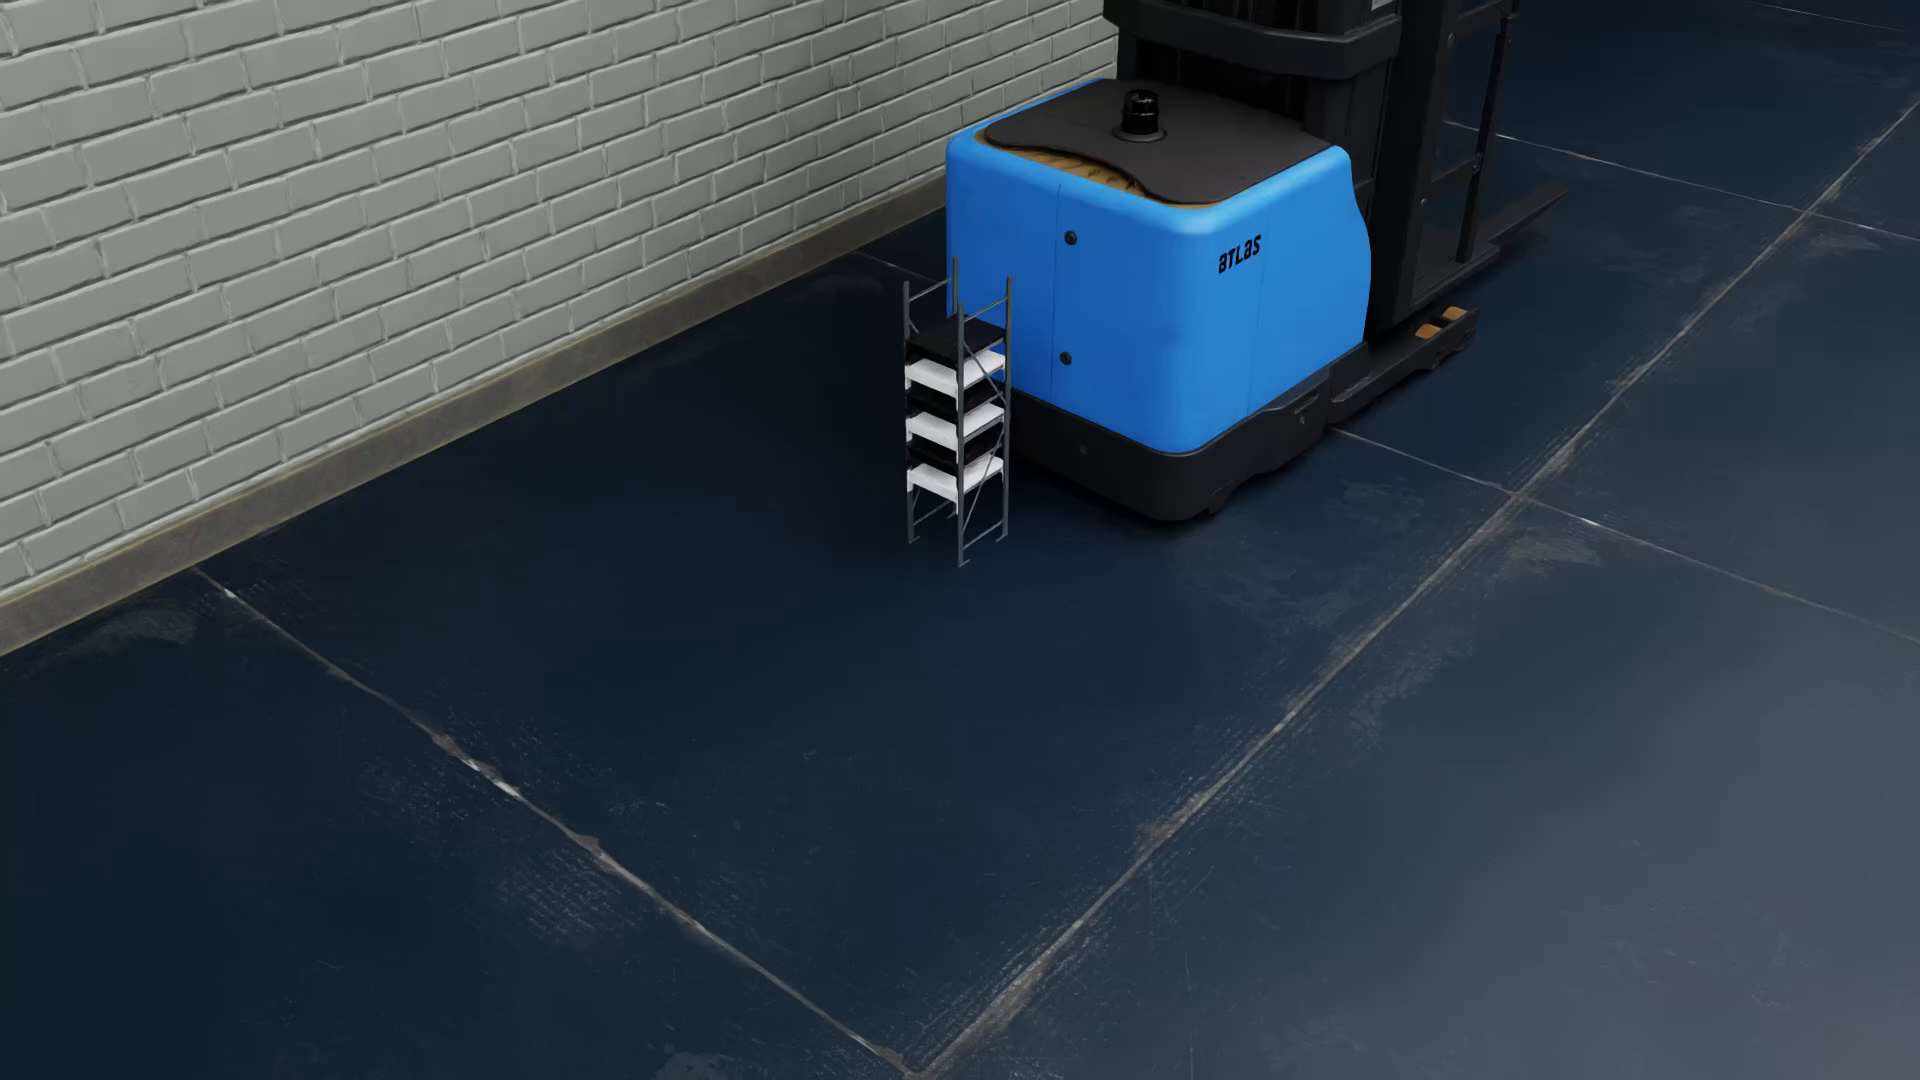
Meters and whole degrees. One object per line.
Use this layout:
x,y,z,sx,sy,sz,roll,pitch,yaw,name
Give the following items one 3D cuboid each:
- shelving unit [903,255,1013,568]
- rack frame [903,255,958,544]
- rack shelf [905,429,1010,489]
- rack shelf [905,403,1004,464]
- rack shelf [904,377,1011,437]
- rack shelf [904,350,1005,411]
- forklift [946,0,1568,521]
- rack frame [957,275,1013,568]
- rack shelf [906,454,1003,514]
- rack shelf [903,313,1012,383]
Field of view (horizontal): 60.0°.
-0.006,-0.374,5.000,0.210,0.900,0.258,25,42,32,shelving unit
-0.084,-0.411,5.053,0.006,0.900,0.240,25,42,32,rack frame
-0.006,-0.272,5.069,0.200,0.077,0.258,25,42,32,rack shelf
-0.006,-0.346,5.018,0.200,0.077,0.258,25,42,32,rack shelf
-0.006,-0.421,4.967,0.200,0.077,0.258,25,42,32,rack shelf
-0.006,-0.495,4.917,0.200,0.077,0.258,25,42,32,rack shelf
1.306,-2.015,5.595,1.130,2.935,3.031,27,43,34,forklift
0.072,-0.337,4.946,0.006,0.900,0.240,25,42,32,rack frame
-0.006,-0.198,5.120,0.200,0.077,0.258,25,42,32,rack shelf
-0.006,-0.569,4.866,0.200,0.077,0.258,25,42,32,rack shelf
